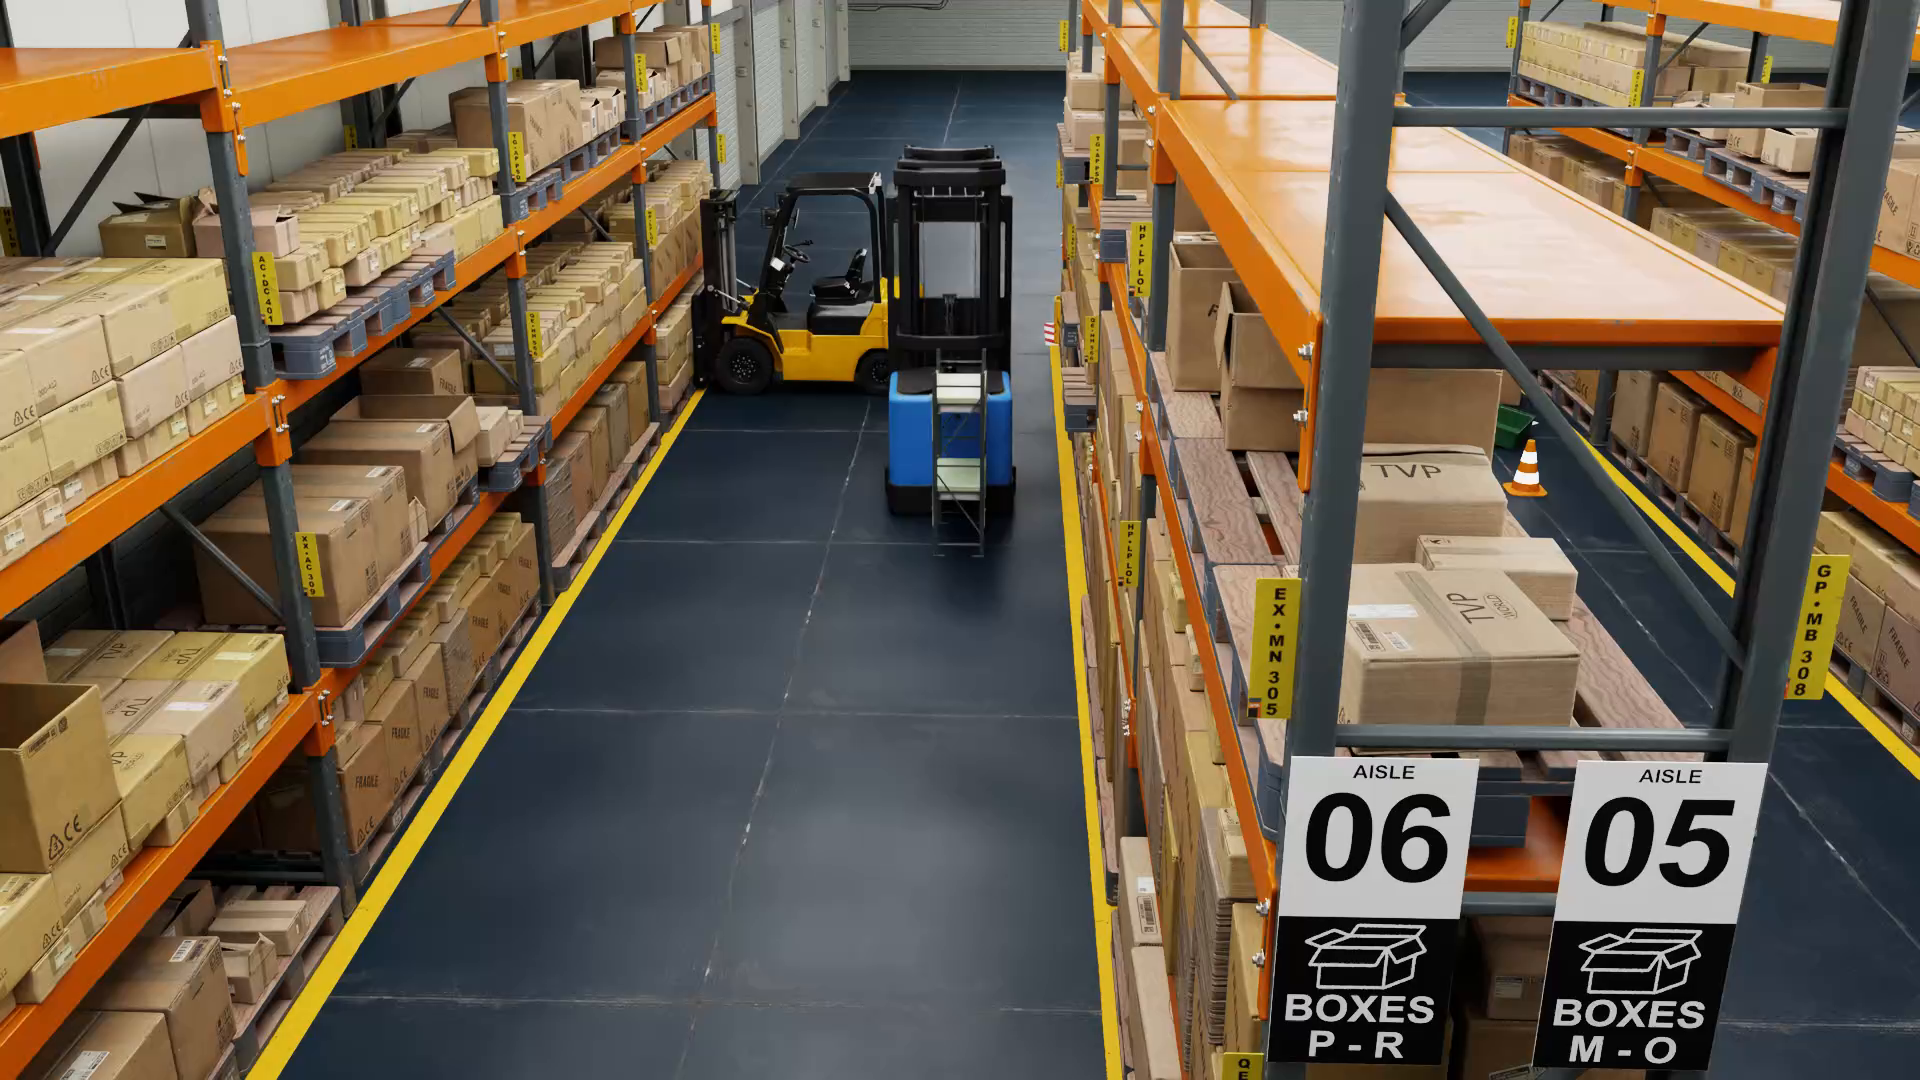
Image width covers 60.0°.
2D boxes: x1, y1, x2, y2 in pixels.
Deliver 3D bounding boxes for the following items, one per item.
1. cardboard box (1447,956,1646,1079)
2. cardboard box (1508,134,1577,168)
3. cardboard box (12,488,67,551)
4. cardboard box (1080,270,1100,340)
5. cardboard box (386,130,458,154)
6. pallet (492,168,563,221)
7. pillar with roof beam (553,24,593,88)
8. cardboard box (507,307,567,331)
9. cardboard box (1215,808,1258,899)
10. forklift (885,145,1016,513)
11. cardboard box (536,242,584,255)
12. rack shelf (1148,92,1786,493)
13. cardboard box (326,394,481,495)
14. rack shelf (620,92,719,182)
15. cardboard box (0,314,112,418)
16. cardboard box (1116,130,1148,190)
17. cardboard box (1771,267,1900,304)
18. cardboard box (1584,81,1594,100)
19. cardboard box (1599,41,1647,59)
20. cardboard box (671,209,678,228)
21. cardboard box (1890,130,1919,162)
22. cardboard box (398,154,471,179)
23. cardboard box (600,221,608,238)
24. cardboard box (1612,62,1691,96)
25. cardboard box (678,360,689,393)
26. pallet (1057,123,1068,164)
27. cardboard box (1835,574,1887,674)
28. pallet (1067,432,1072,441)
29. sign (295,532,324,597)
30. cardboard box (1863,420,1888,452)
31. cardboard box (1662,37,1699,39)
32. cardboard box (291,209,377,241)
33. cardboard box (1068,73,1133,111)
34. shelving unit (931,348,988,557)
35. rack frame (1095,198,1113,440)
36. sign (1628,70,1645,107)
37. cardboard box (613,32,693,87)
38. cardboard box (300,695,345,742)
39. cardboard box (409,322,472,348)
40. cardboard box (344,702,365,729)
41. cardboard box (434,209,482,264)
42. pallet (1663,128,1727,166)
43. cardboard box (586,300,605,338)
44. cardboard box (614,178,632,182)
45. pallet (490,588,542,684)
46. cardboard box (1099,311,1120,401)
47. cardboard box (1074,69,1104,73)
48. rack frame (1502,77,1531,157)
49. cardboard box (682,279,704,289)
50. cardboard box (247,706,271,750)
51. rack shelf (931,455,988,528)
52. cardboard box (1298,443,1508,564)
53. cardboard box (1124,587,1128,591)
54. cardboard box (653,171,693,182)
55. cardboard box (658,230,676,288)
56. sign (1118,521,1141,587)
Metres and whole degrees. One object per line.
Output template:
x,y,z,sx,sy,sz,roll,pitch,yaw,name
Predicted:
1.510,1.334,4.423,0.500,0.500,0.500,0,21,0,cardboard box
6.598,-4.189,18.479,0.875,0.550,0.550,1,21,2,cardboard box
-3.362,-0.073,5.772,0.380,0.149,0.250,1,21,3,cardboard box
1.209,-1.793,12.874,0.500,0.500,0.500,-1,21,-2,cardboard box
-3.742,-2.764,11.848,0.500,0.250,0.500,1,21,2,cardboard box
-3.576,-2.485,11.902,1.213,0.211,1.003,2,21,4,pallet
0.117,-6.329,17.399,9.100,9.000,0.400,1,21,2,pillar with roof beam
-3.219,-1.674,12.661,0.380,0.149,0.250,1,21,2,cardboard box
0.929,0.884,4.687,0.380,0.149,0.250,0,21,1,cardboard box
-0.096,-2.075,14.825,1.130,2.935,3.031,0,21,-1,forklift
-3.611,-2.599,15.046,0.380,0.149,0.250,0,21,0,cardboard box
1.271,-0.981,5.164,1.077,0.370,4.000,1,21,2,rack shelf
-3.373,-0.580,10.154,0.797,0.503,0.637,0,21,0,cardboard box
-3.325,-4.161,16.954,1.077,0.370,4.000,1,21,2,rack shelf
-3.435,-0.631,5.966,0.500,0.250,0.500,1,21,3,cardboard box
1.493,-2.663,11.960,0.700,0.500,0.500,1,21,2,cardboard box
6.442,-1.715,12.282,0.700,0.500,0.500,0,21,1,cardboard box
6.248,-4.330,16.023,0.380,0.149,0.250,1,21,2,cardboard box
6.243,-4.607,15.636,0.380,0.149,0.250,1,21,3,cardboard box
-3.036,-3.207,16.614,0.380,0.149,0.250,0,21,1,cardboard box
6.646,-2.716,11.639,0.500,0.311,0.500,1,21,2,cardboard box
-3.336,-2.360,10.563,0.380,0.149,0.250,0,21,0,cardboard box
-3.644,-3.029,16.154,0.380,0.149,0.250,1,21,3,cardboard box
6.285,-4.194,15.122,0.500,0.250,0.500,0,21,1,cardboard box
-3.040,-1.644,16.839,0.500,0.250,0.500,0,21,0,cardboard box
1.450,-3.410,14.284,1.213,0.211,1.003,1,21,2,pallet
6.116,0.547,10.847,0.500,0.500,0.500,1,21,2,cardboard box
1.561,-1.265,16.496,1.003,0.211,1.213,1,21,2,pallet
-3.087,0.117,7.883,0.100,0.325,0.005,1,21,2,sign
6.181,-0.679,10.900,0.380,0.149,0.250,2,21,4,cardboard box
6.914,-4.787,16.099,0.380,0.149,0.250,1,21,2,cardboard box
-3.264,-1.623,8.635,0.380,0.149,0.250,1,21,2,cardboard box
1.152,-3.692,13.685,0.500,0.250,0.500,0,21,0,cardboard box
0.000,-0.702,13.264,0.431,1.500,0.755,1,21,2,shelving unit
1.454,-0.875,11.638,1.000,3.000,0.127,1,21,2,rack frame
5.971,-3.985,14.683,0.100,0.325,0.005,1,21,2,sign
-3.165,-4.976,17.204,0.700,0.500,0.500,1,21,2,cardboard box
-3.413,0.919,8.581,0.380,0.149,0.250,0,21,1,cardboard box
-3.804,-1.493,12.196,0.380,0.149,0.250,1,21,3,cardboard box
-3.421,0.957,8.893,0.380,0.149,0.250,0,21,0,cardboard box
-3.295,-1.887,10.306,0.500,0.250,0.500,1,21,2,cardboard box
6.548,-3.281,13.955,0.805,0.209,1.217,0,21,-1,pallet
-3.209,-1.804,13.549,0.500,0.250,0.500,1,21,2,cardboard box
-3.636,-3.721,17.526,0.380,0.149,0.250,0,21,0,cardboard box
-3.568,0.641,11.585,1.003,0.211,1.213,1,21,2,pallet
1.194,-1.212,10.986,0.500,0.500,0.500,0,21,0,cardboard box
1.272,-4.375,15.755,0.380,0.149,0.250,1,21,3,cardboard box
6.648,-3.750,19.046,1.000,3.000,0.127,1,21,2,rack frame
-2.982,-2.664,18.086,0.500,0.250,0.500,1,21,2,cardboard box
-3.373,0.847,7.546,0.380,0.149,0.250,1,21,3,cardboard box
0.000,-0.398,13.382,0.431,0.370,0.720,1,21,2,rack shelf
1.306,-0.123,4.956,0.500,0.311,0.500,1,21,3,cardboard box
1.110,0.065,8.731,0.500,0.250,0.500,1,21,3,cardboard box
-3.104,-3.903,17.996,0.380,0.149,0.250,1,21,2,cardboard box
-3.112,-2.767,16.376,0.500,0.500,0.500,1,21,3,cardboard box
0.789,0.066,7.722,0.100,0.325,0.005,1,21,2,sign
